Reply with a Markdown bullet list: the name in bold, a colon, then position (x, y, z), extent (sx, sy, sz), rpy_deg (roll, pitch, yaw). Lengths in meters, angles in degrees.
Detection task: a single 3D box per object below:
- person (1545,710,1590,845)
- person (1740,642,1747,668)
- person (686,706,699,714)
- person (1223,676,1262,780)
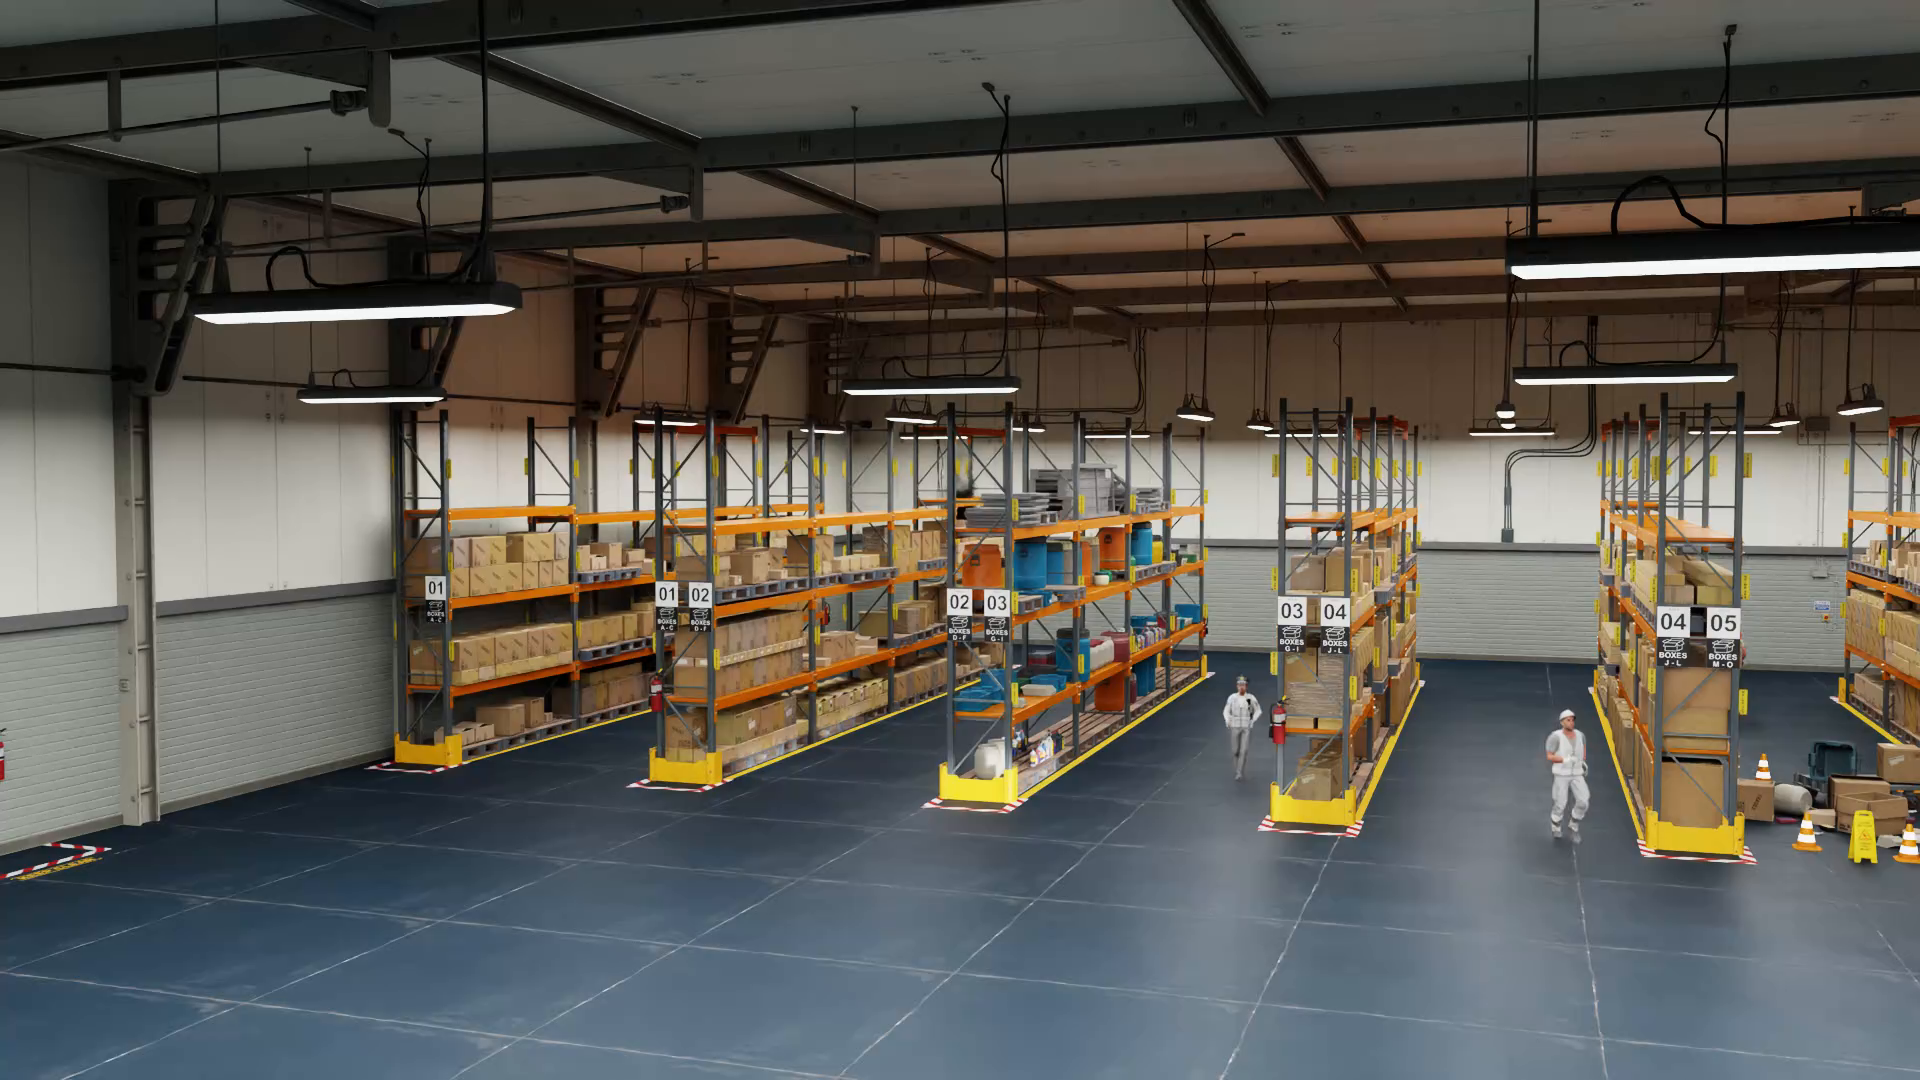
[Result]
- **person**: position (8.115, 3.162, 22.169), extent (0.642, 1.797, 0.688), rpy_deg (0, 2, -3)
- **person**: position (15.829, 2.606, 34.322), extent (0.661, 1.768, 0.984), rpy_deg (0, 2, 11)
- **person**: position (-4.866, 2.886, 30.968), extent (0.605, 1.643, 0.814), rpy_deg (1, 3, 14)
- **person**: position (4.566, 3.022, 26.893), extent (0.616, 1.654, 0.652), rpy_deg (1, 3, 13)
